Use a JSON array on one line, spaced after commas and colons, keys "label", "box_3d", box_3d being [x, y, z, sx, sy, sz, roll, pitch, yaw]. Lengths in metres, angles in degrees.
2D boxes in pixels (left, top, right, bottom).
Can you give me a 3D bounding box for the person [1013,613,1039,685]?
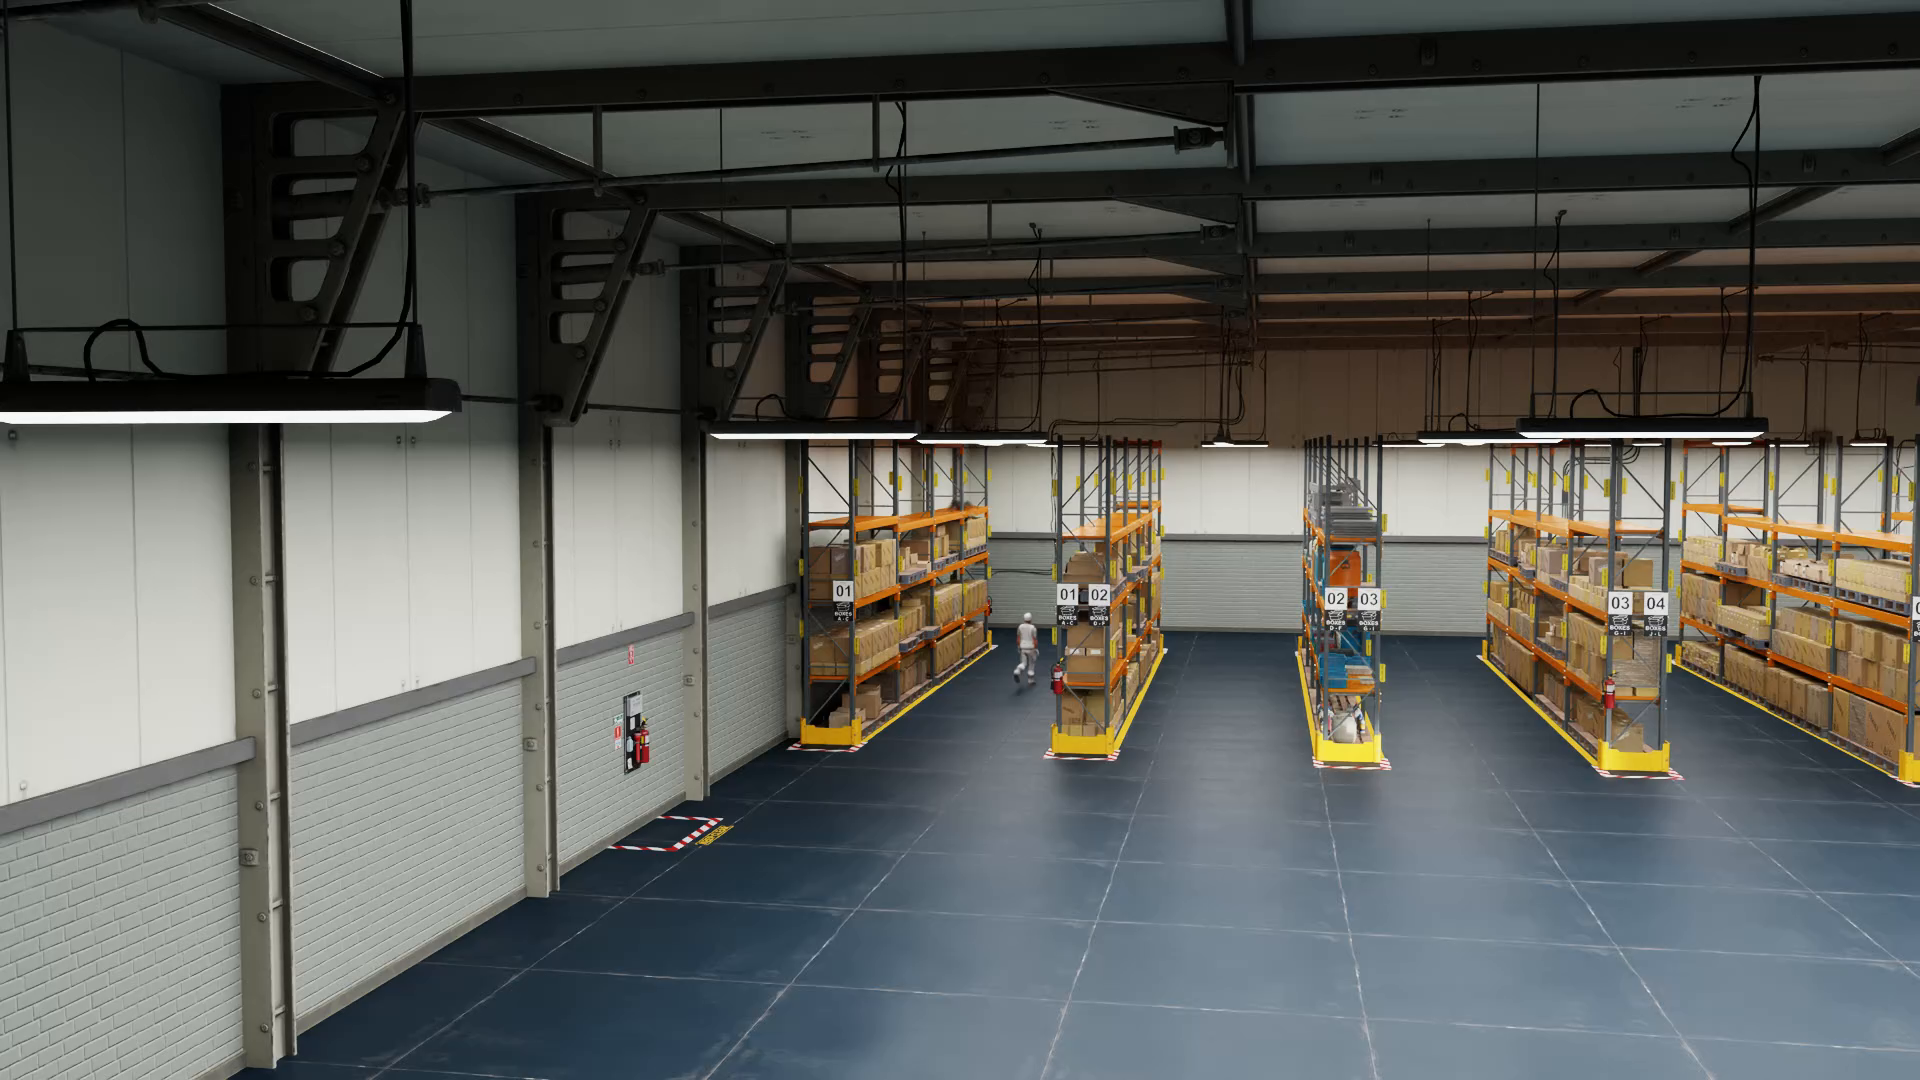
[{"label": "person", "box_3d": [1.621, 2.647, 40.337, 0.725, 1.772, 0.563, -3, 4, -43]}]
